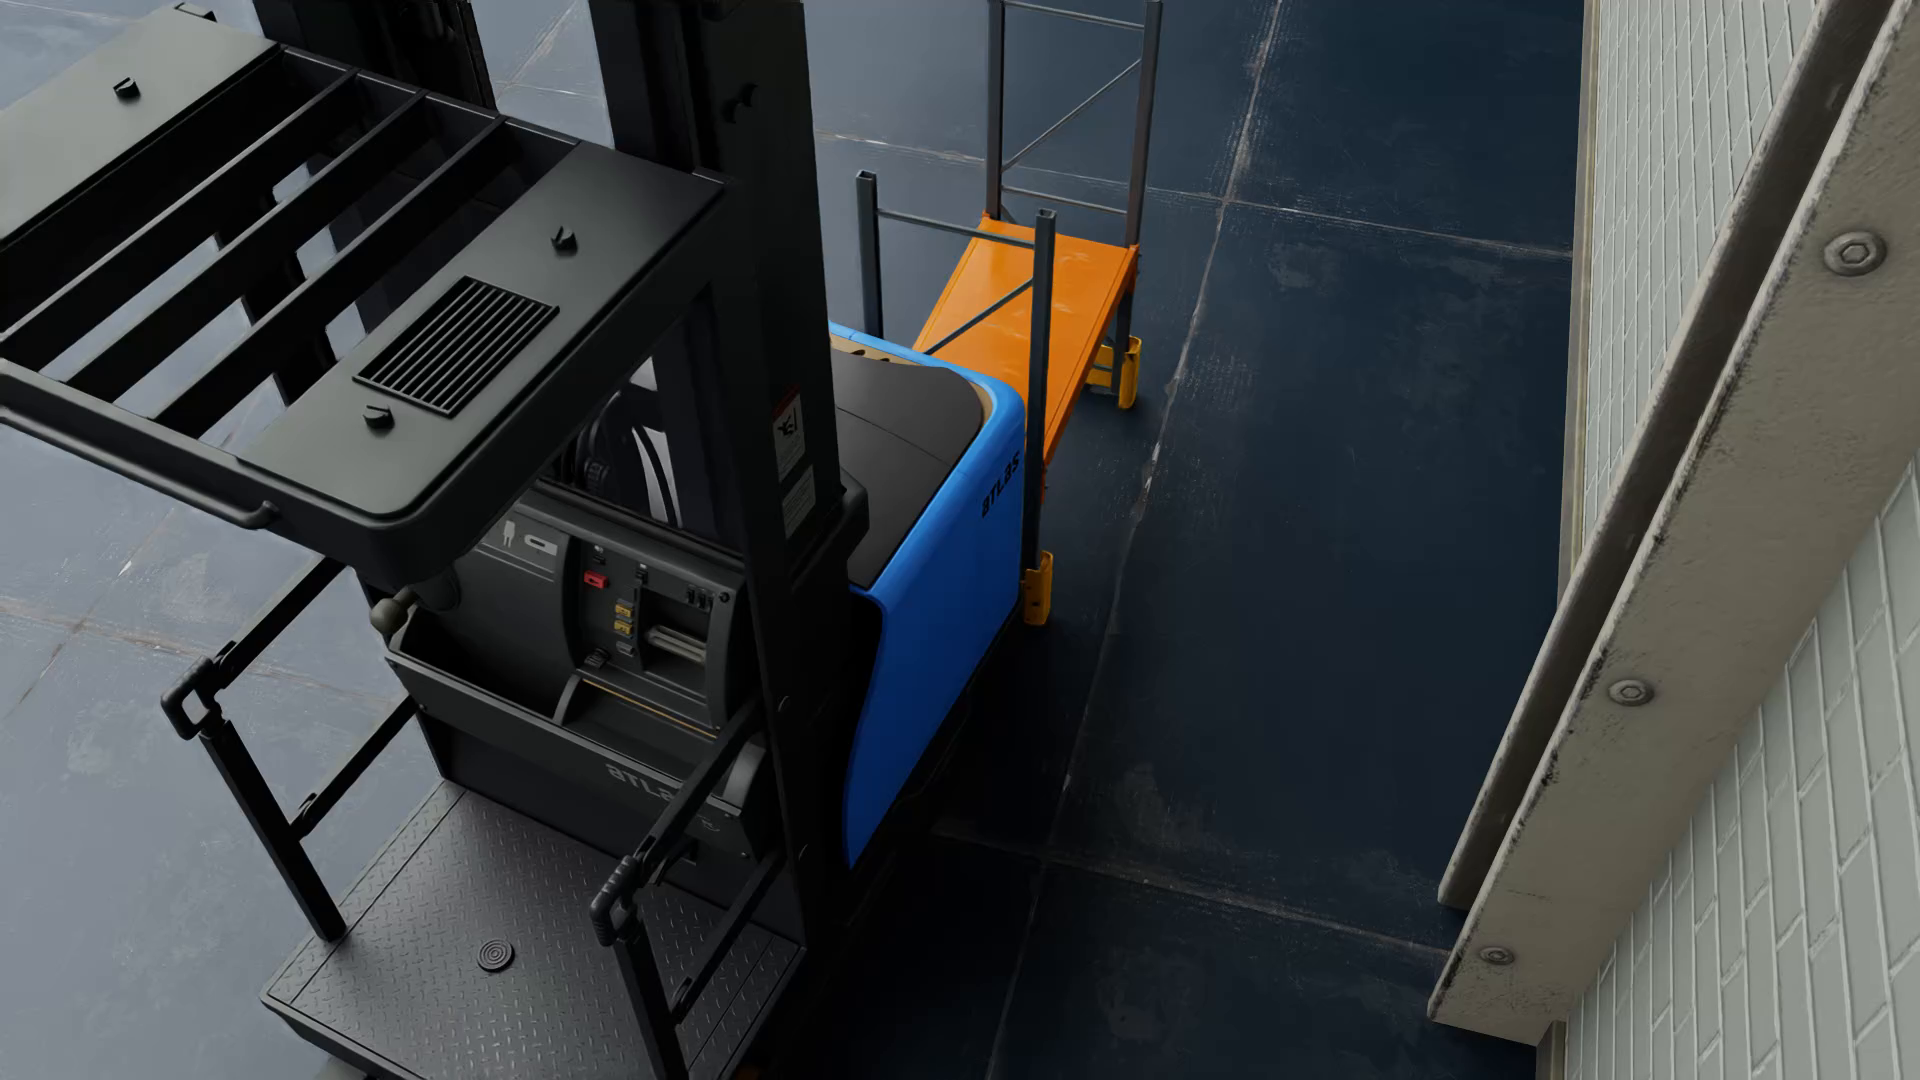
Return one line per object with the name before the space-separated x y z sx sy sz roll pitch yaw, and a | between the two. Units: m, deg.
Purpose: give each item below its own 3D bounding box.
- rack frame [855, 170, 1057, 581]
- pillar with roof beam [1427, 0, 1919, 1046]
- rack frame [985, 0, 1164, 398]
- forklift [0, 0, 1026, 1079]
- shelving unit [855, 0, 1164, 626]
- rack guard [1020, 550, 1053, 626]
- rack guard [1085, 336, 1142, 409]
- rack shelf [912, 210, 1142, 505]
rack frame | -0.012 -0.333 4.543 0.500 1.500 0.032 15 50 13
pillar with roof beam | -2.777 -2.734 1.661 9.100 9.000 0.400 12 50 10
rack frame | 0.321 -1.053 5.179 0.500 1.500 0.032 15 50 13
forklift | -0.931 0.186 3.131 1.130 2.935 3.031 21 52 17
shelving unit | 0.151 -0.686 4.855 0.587 1.500 1.083 15 50 13
rack guard | -0.012 0.080 5.013 0.587 0.250 0.087 15 50 13
rack guard | 0.315 -0.625 5.635 0.587 0.250 0.087 15 50 13
rack shelf | 0.154 -0.574 4.996 0.538 0.185 1.000 15 50 13
